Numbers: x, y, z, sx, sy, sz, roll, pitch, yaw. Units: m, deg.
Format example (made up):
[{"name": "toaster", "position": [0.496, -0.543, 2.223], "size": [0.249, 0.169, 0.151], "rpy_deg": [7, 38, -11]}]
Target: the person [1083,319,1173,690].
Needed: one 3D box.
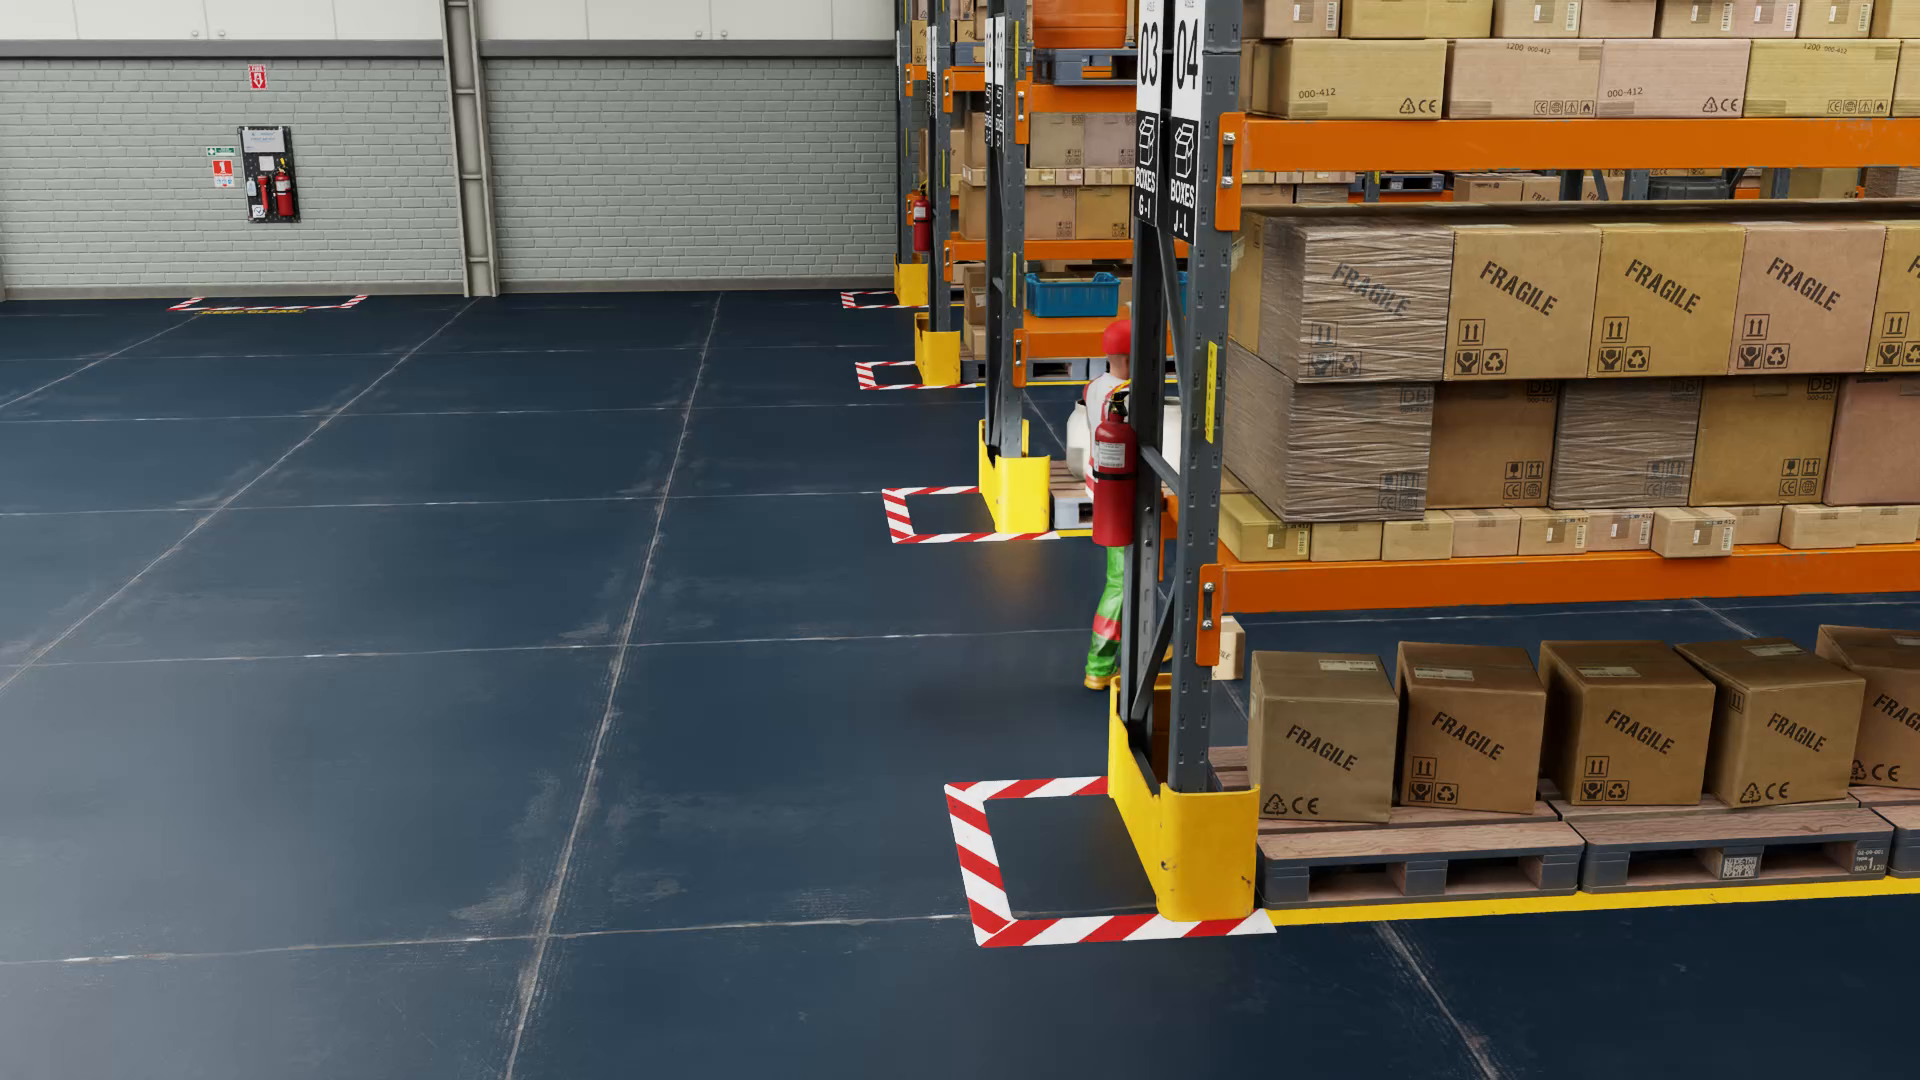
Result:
[{"name": "person", "position": [0.847, -0.187, 8.122], "size": [0.580, 1.796, 0.575], "rpy_deg": [-4, 17, -13]}]
